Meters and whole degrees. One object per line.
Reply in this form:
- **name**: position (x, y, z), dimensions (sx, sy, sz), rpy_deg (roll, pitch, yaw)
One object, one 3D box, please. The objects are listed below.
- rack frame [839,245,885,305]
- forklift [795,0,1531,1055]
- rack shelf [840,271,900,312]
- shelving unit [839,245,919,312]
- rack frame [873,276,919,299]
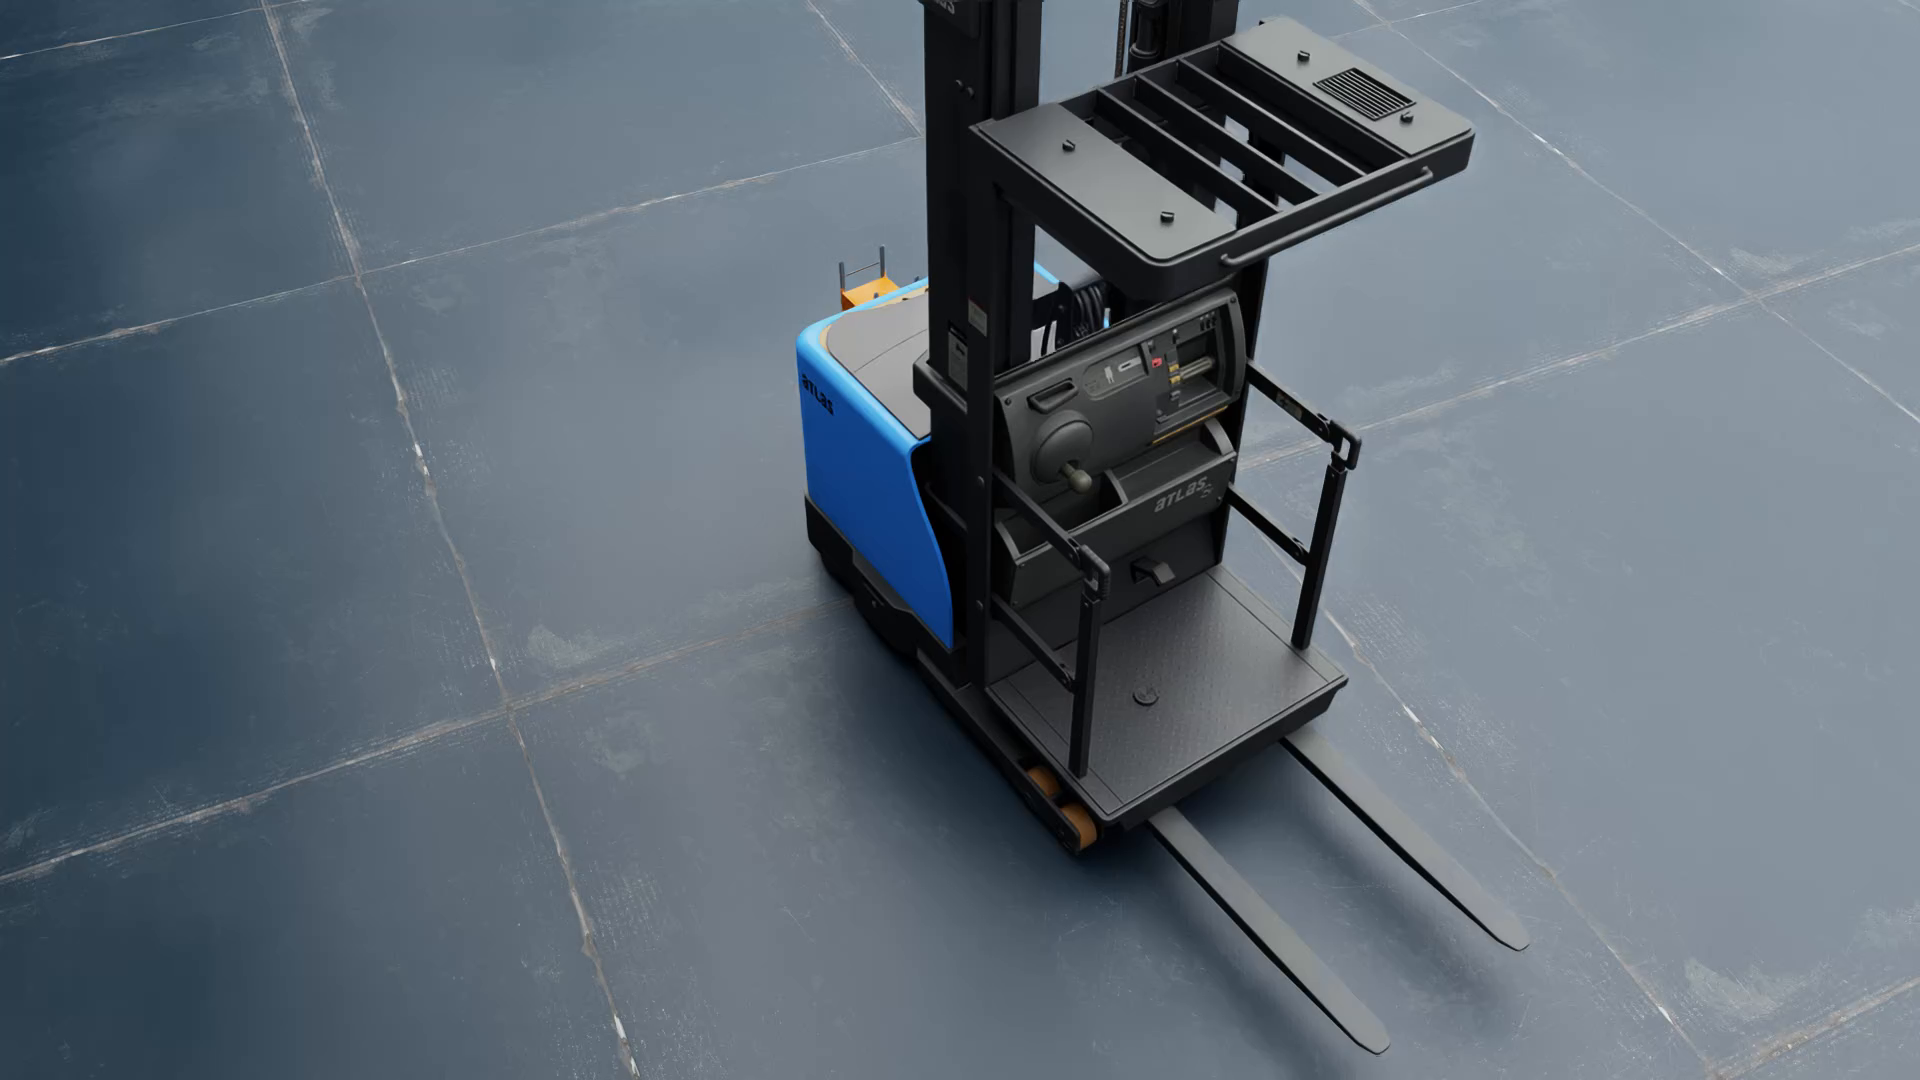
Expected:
- **rack frame**: position (-0.377, -0.722, 6.735), dimensions (0.200, 1.050, 0.008), rpy_deg (-26, 50, -24)
- **forklift**: position (0.641, -0.375, 5.043), dimensions (1.130, 2.935, 3.031), rpy_deg (-26, 50, -24)
- **rack shelf**: position (-0.307, -0.846, 6.471), dimensions (0.215, 0.259, 0.240), rpy_deg (-26, 50, -24)
- **shelving unit**: position (-0.307, -0.652, 6.663), dimensions (0.215, 1.050, 0.252), rpy_deg (-26, 50, -24)
- **rack frame**: position (-0.238, -0.581, 6.592), dimensions (0.200, 1.050, 0.008), rpy_deg (-26, 50, -24)
